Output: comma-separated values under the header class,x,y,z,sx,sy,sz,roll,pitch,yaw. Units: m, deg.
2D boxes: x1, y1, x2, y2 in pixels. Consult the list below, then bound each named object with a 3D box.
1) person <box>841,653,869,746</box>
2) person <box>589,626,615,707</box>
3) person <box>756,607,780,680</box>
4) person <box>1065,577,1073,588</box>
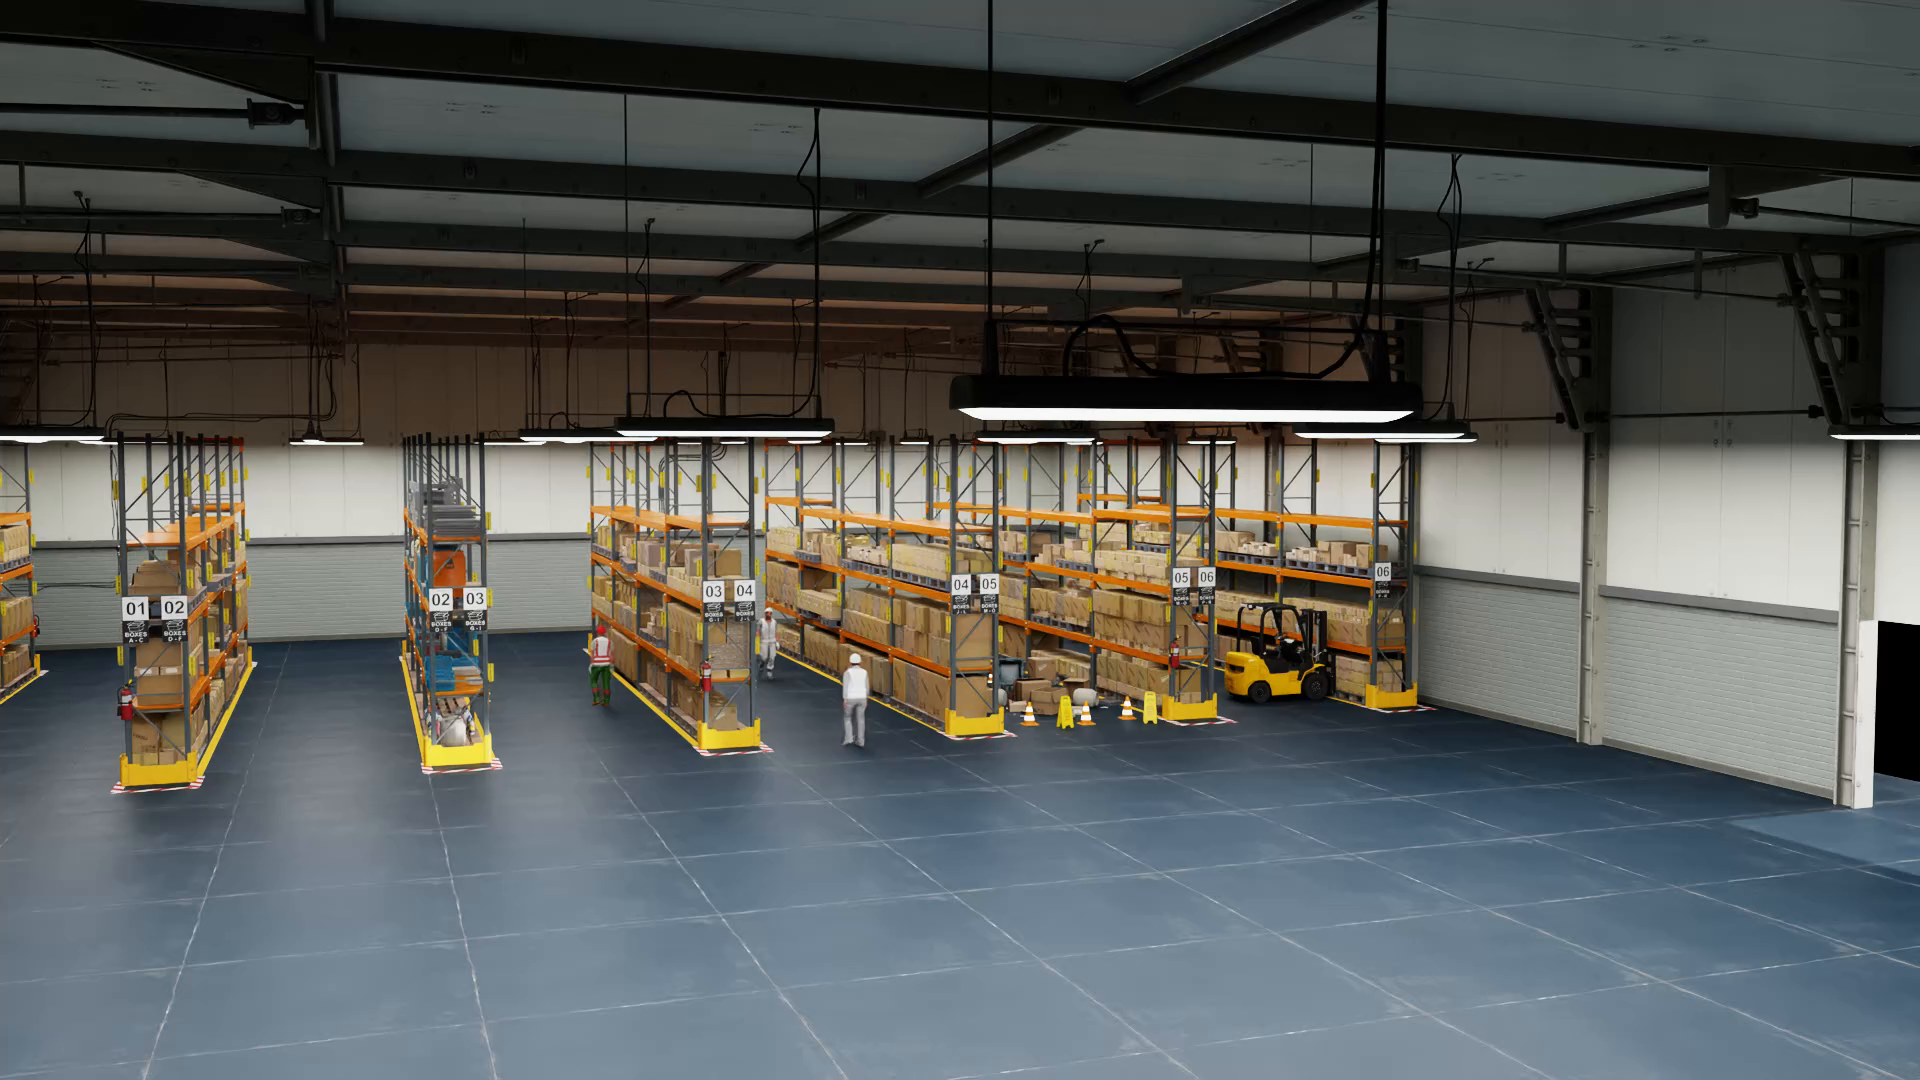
class,x,y,z,sx,sy,sz,roll,pitch,yaw
person,-1.996,3.093,31.943,0.573,1.821,0.613,-1,3,-25
person,-7.920,2.803,36.754,0.602,1.807,0.543,-2,4,-33
person,-4.761,2.547,41.047,0.571,1.782,0.535,-1,3,-24
person,3.262,1.957,49.064,0.656,1.688,0.593,2,4,37
